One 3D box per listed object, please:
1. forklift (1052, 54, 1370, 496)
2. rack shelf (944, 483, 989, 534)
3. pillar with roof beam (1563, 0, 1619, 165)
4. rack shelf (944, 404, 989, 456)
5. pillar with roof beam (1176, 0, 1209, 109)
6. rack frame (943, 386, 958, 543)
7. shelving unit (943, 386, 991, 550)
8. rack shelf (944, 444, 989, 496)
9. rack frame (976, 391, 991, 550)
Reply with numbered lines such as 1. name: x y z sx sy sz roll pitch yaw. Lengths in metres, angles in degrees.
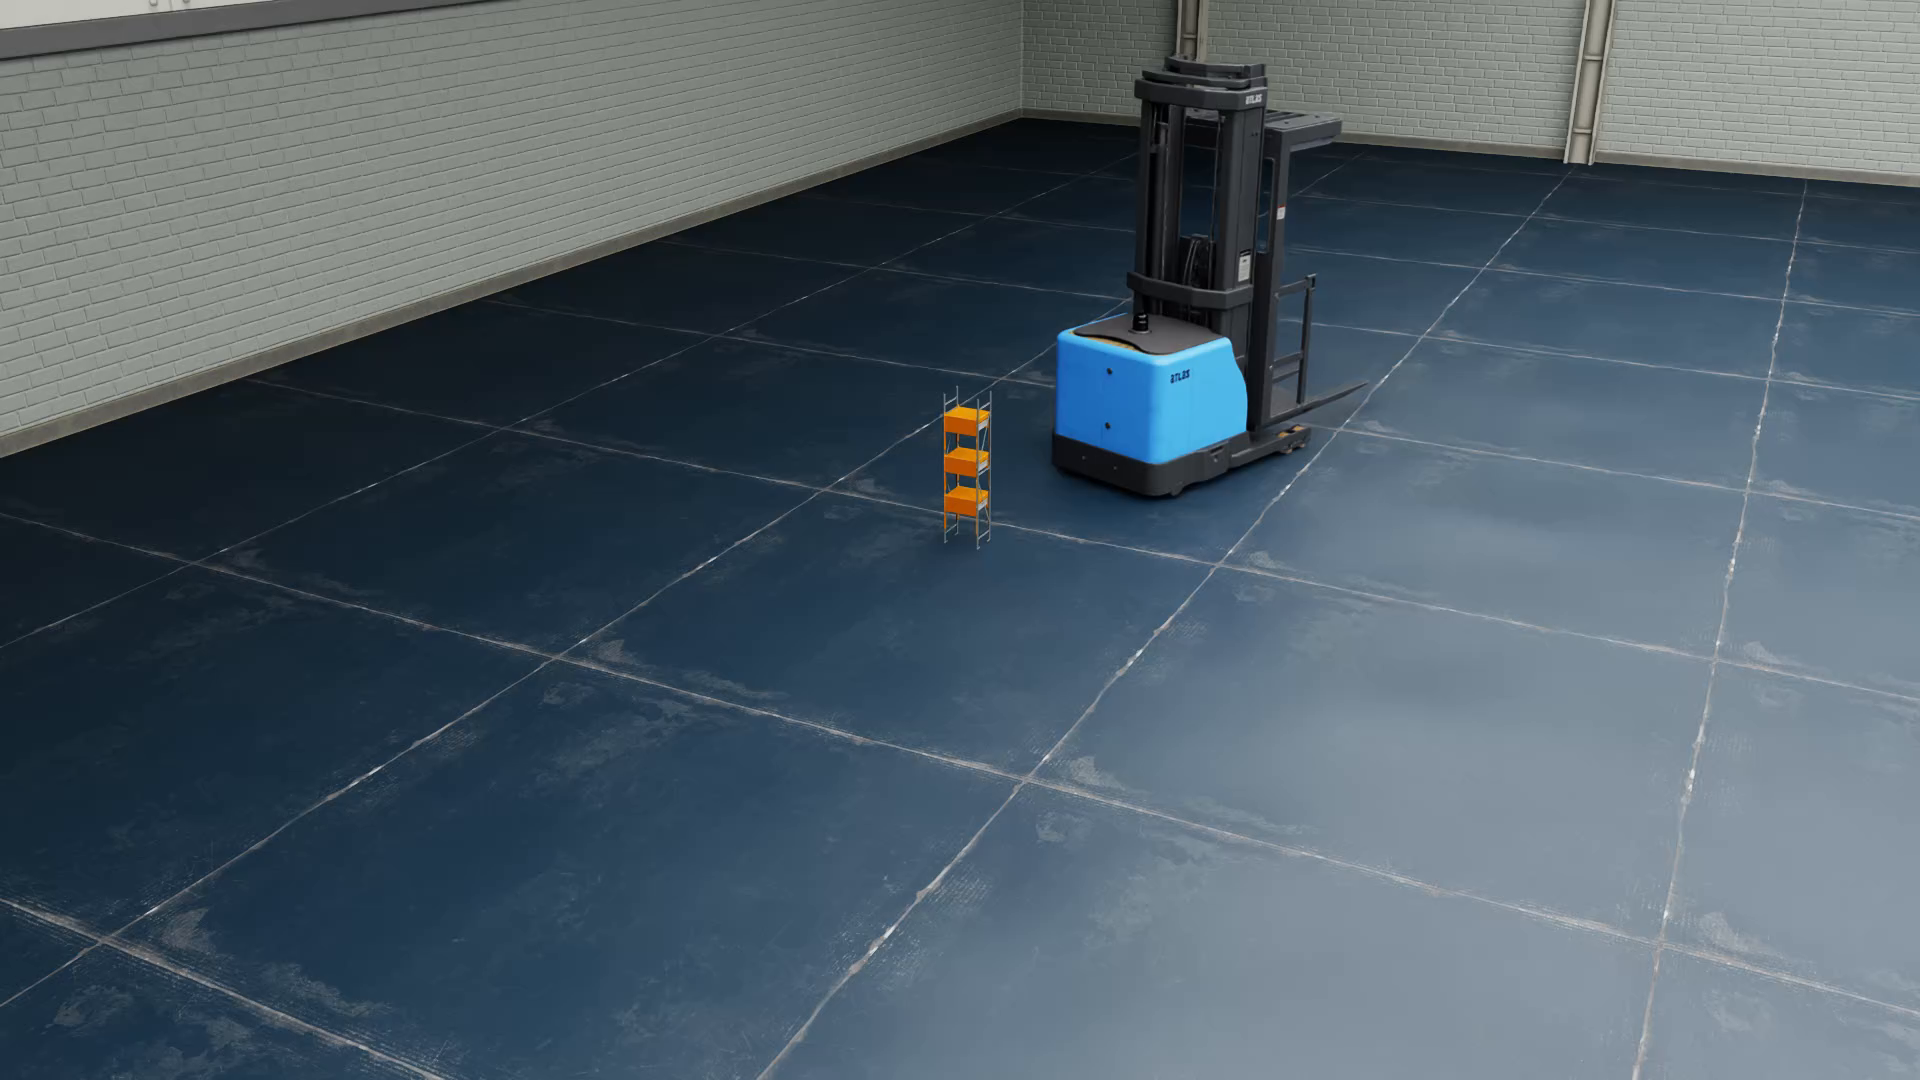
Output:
1. forklift: 2.088 -2.139 12.535 3.031 2.935 1.130 -21 31 -40
2. rack shelf: 0.048 -0.208 11.135 0.240 0.259 0.215 11 25 25
3. pillar with roof beam: 7.046 -8.124 18.853 0.400 9.000 9.100 11 25 25
4. rack shelf: 0.048 -0.725 10.915 0.240 0.259 0.215 11 25 25
5. pillar with roof beam: 1.691 -9.183 21.345 0.400 9.000 9.100 11 25 25
6. rack frame: -0.061 -0.495 11.073 0.008 1.050 0.200 11 25 25
7. shelving unit: 0.048 -0.474 11.022 0.252 1.050 0.215 11 25 25
8. rack shelf: 0.048 -0.464 11.026 0.240 0.259 0.215 11 25 25
9. rack frame: 0.157 -0.452 10.972 0.008 1.050 0.200 11 25 25
